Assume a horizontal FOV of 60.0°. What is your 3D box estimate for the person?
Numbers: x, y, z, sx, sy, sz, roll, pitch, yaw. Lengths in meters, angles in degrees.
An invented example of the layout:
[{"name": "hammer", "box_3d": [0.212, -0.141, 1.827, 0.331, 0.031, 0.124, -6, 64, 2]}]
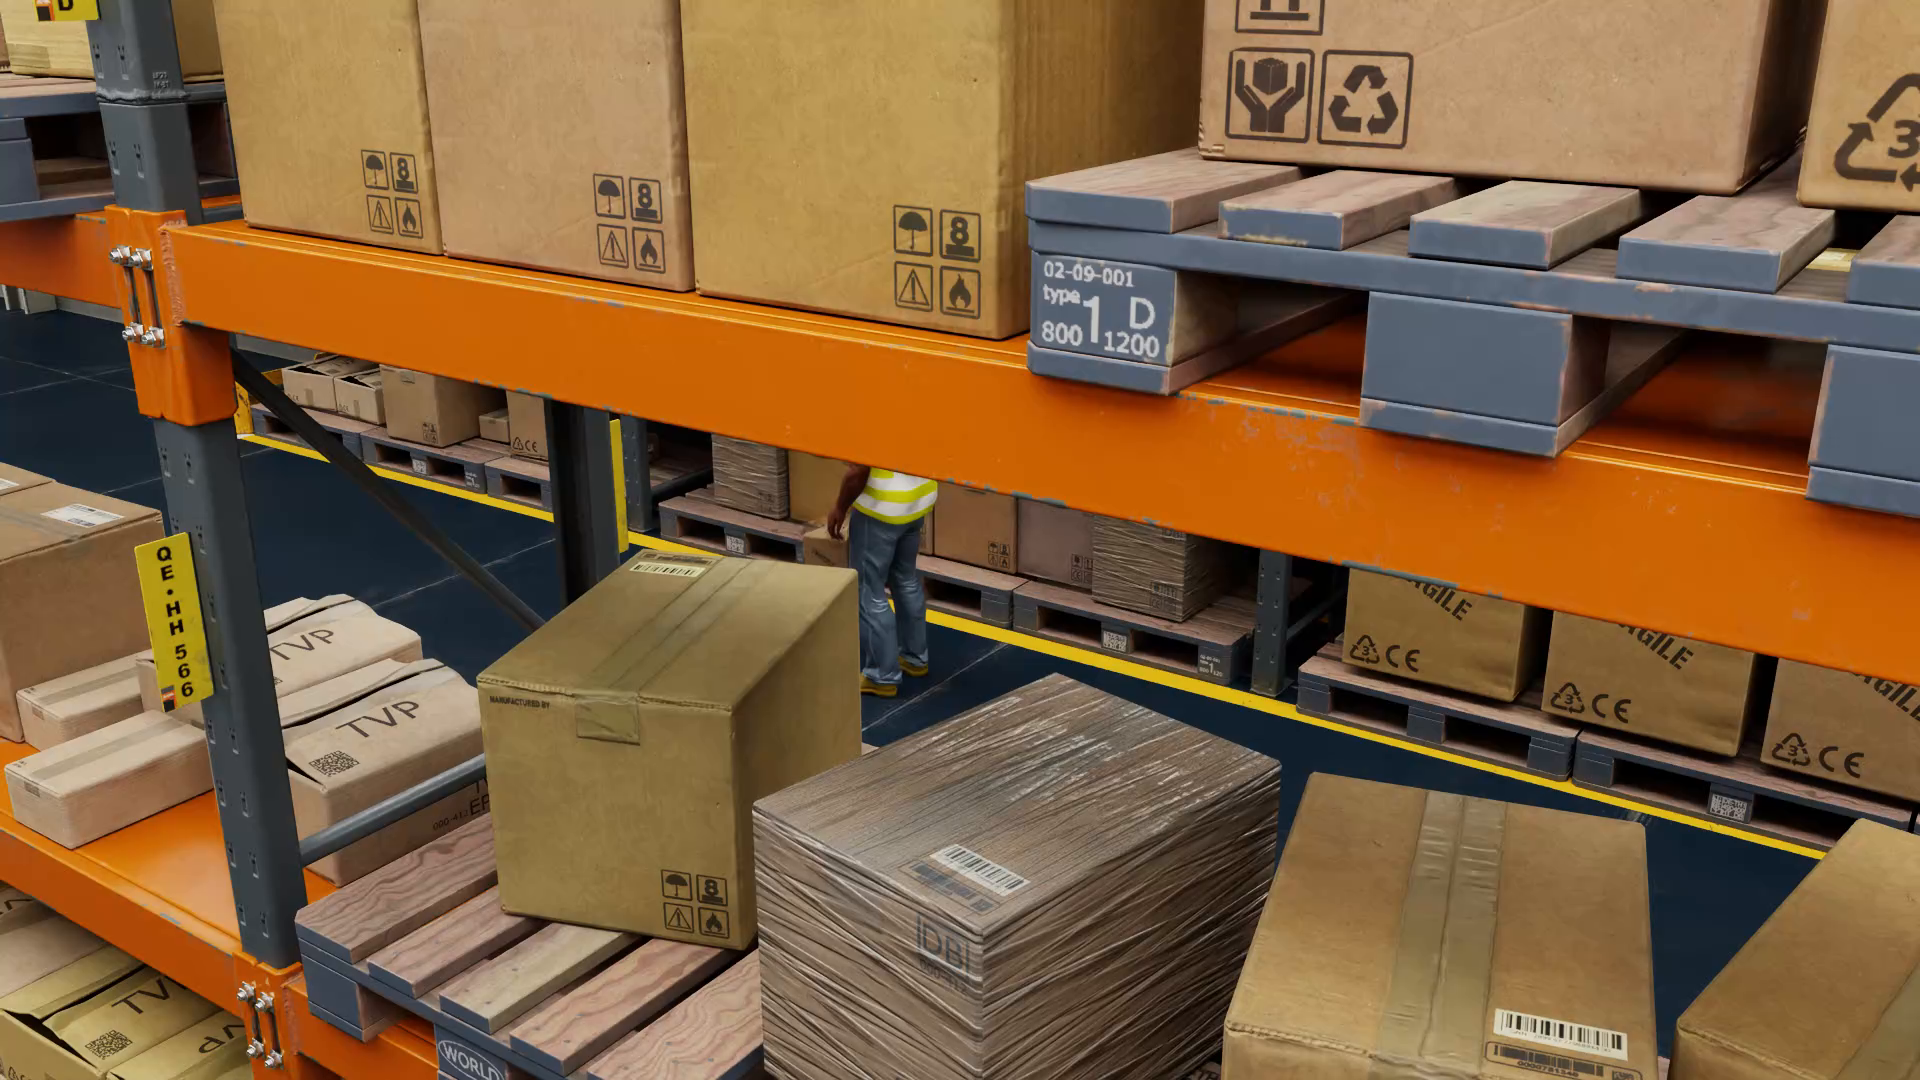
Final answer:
[{"name": "person", "box_3d": [-0.339, -0.160, 7.488, 0.439, 1.763, 0.598, 12, 23, 30]}]
